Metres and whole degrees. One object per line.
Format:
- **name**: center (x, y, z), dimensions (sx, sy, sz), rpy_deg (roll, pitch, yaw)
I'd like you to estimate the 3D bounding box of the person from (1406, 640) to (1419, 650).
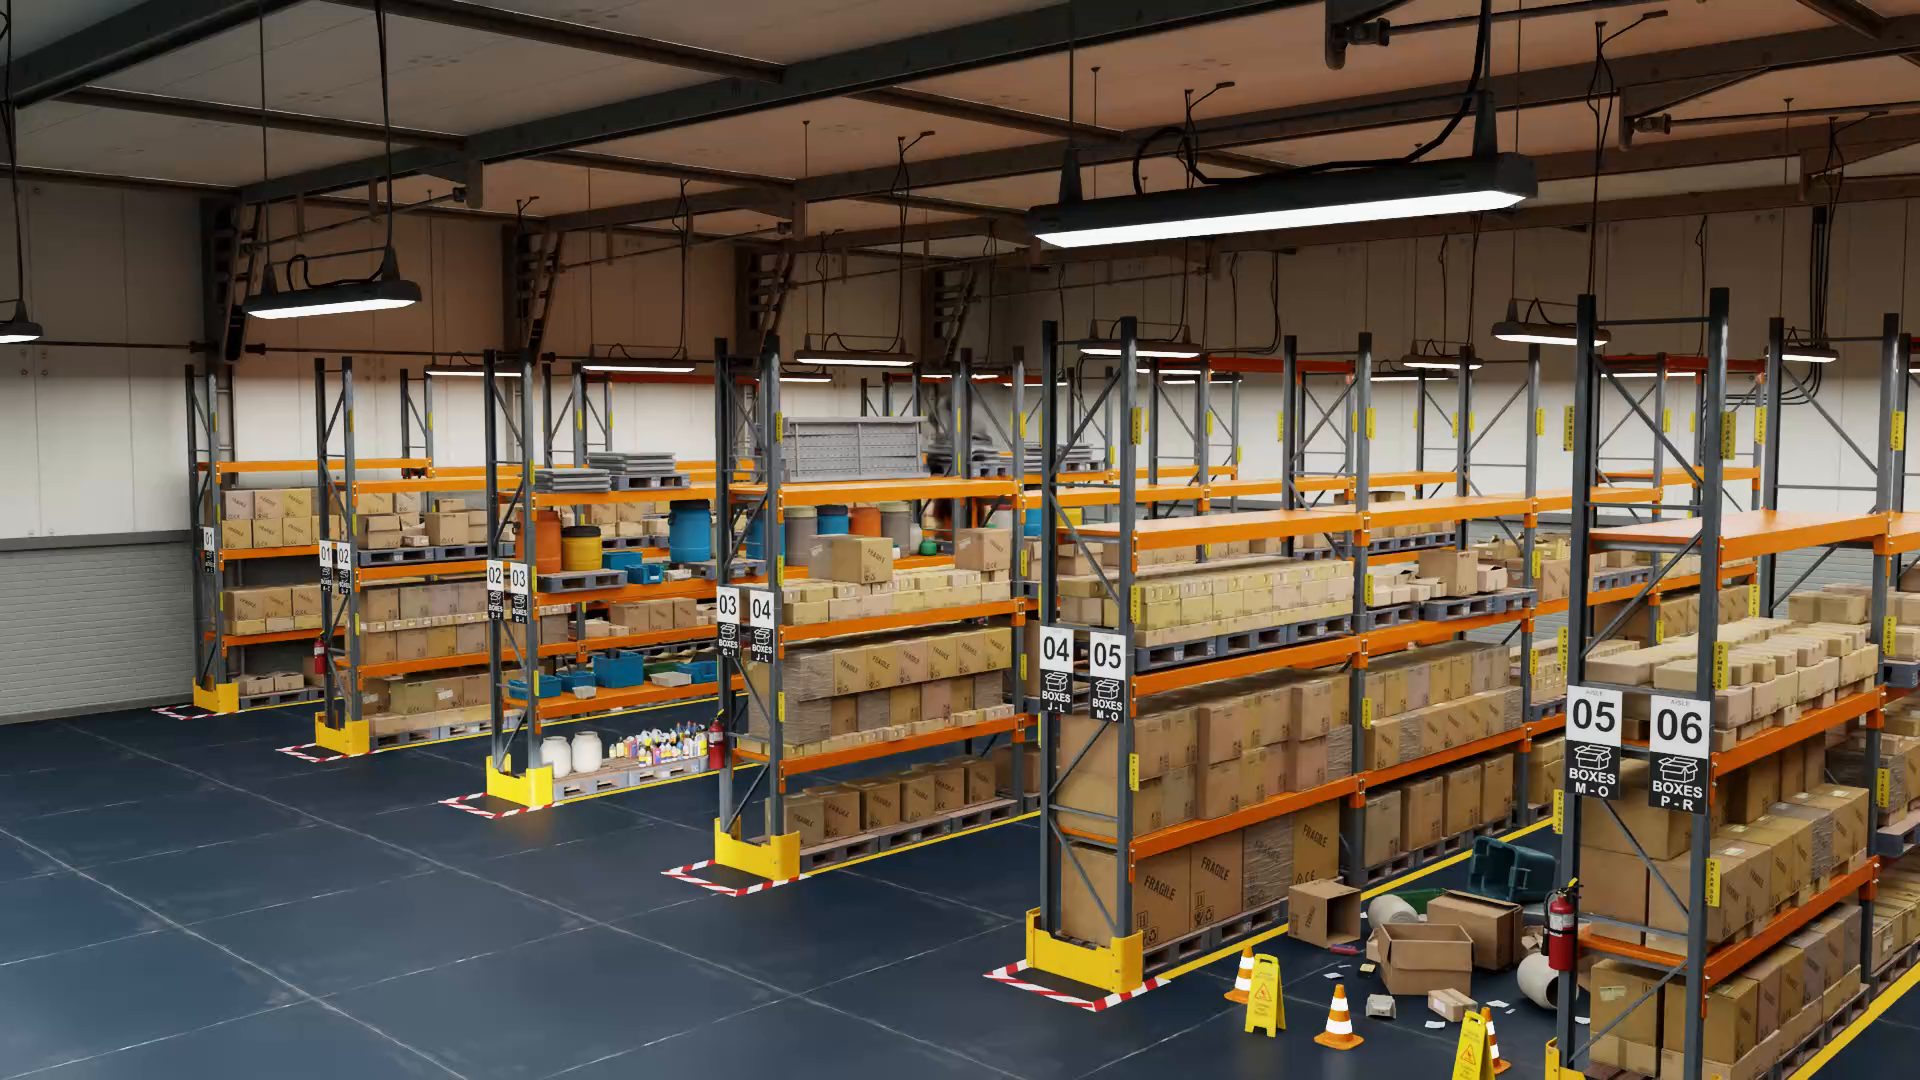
- **person**: center (6.995, 2.362, 25.742), dimensions (0.541, 1.714, 0.801), rpy_deg (3, 5, 37)
